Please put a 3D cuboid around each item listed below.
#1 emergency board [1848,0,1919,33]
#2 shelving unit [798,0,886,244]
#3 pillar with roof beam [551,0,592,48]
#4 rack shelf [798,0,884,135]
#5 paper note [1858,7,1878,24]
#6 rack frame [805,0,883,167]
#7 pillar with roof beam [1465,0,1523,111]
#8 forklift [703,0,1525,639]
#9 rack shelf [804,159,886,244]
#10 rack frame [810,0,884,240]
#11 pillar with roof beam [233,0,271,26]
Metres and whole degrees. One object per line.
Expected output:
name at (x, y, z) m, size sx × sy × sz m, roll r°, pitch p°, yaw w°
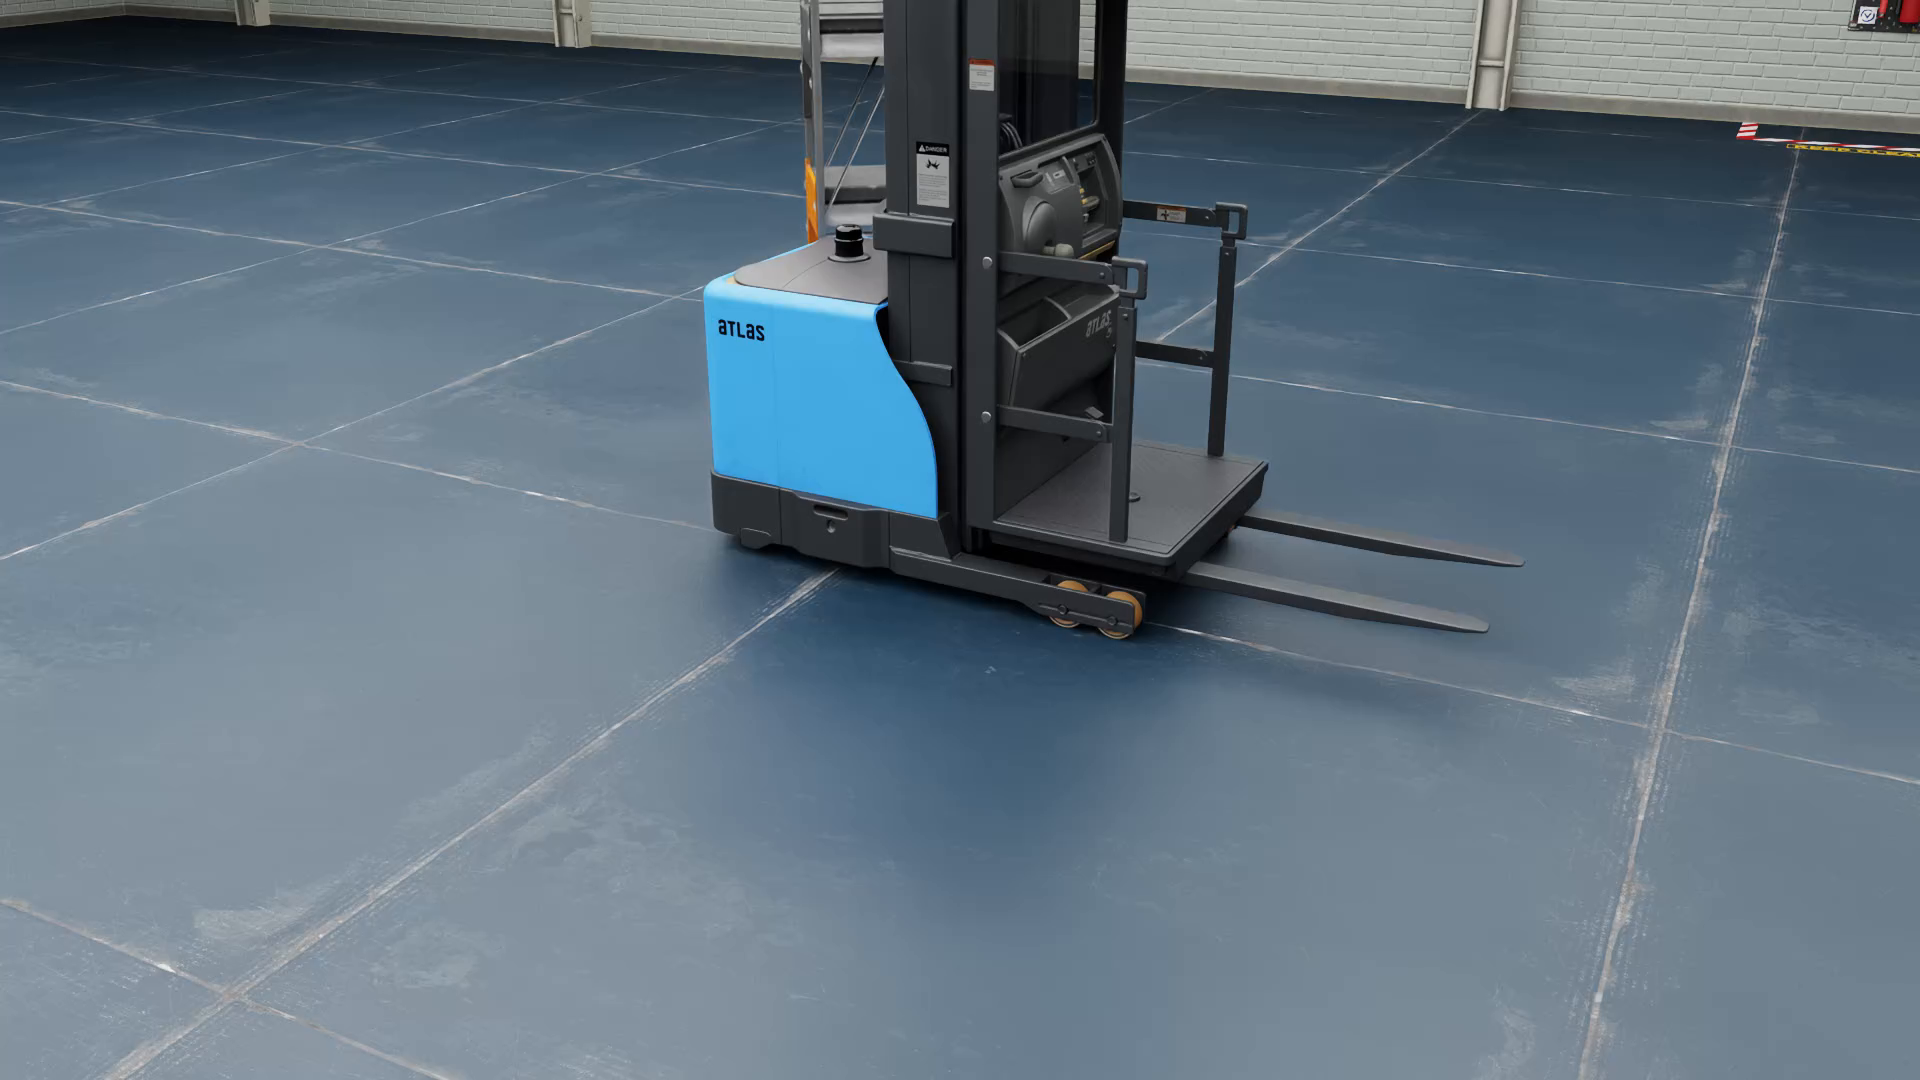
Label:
emergency board at (8.684, -5.297, 15.374) m, size 0.643 × 1.169 × 0.194 m, roll 11°, pitch 25°, yaw 25°
shelving unit at (-0.451, -1.405, 7.370) m, size 0.431 × 2.100 × 0.503 m, roll -4°, pitch 23°, yaw -9°
pillar with roof beam at (-7.134, -9.283, 17.081) m, size 0.400 × 9.000 × 9.100 m, roll 11°, pitch 25°, yaw 25°
rack shelf at (-0.451, -2.036, 7.101) m, size 0.431 × 0.518 × 0.480 m, roll -4°, pitch 23°, yaw -9°
paper note at (8.557, -4.947, 15.676) m, size 0.142 × 0.148 × 0.016 m, roll 11°, pitch 25°, yaw 25°
rack frame at (-0.493, -1.499, 7.591) m, size 0.400 × 2.100 × 0.015 m, roll -4°, pitch 23°, yaw -9°
pillar with roof beam at (3.575, -7.164, 12.098) m, size 0.400 × 9.000 × 9.100 m, roll 11°, pitch 25°, yaw 25°
forklift at (0.551, -1.234, 5.907) m, size 3.031 × 2.935 × 1.130 m, roll 12°, pitch 26°, yaw 26°
rack shelf at (-0.451, -1.392, 7.375) m, size 0.431 × 0.518 × 0.480 m, roll -4°, pitch 23°, yaw -9°
rack frame at (-0.410, -1.310, 7.148) m, size 0.400 × 2.100 × 0.015 m, roll -4°, pitch 23°, yaw -9°
pillar with roof beam at (-12.488, -10.343, 19.572) m, size 0.400 × 9.000 × 9.100 m, roll 11°, pitch 25°, yaw 25°
